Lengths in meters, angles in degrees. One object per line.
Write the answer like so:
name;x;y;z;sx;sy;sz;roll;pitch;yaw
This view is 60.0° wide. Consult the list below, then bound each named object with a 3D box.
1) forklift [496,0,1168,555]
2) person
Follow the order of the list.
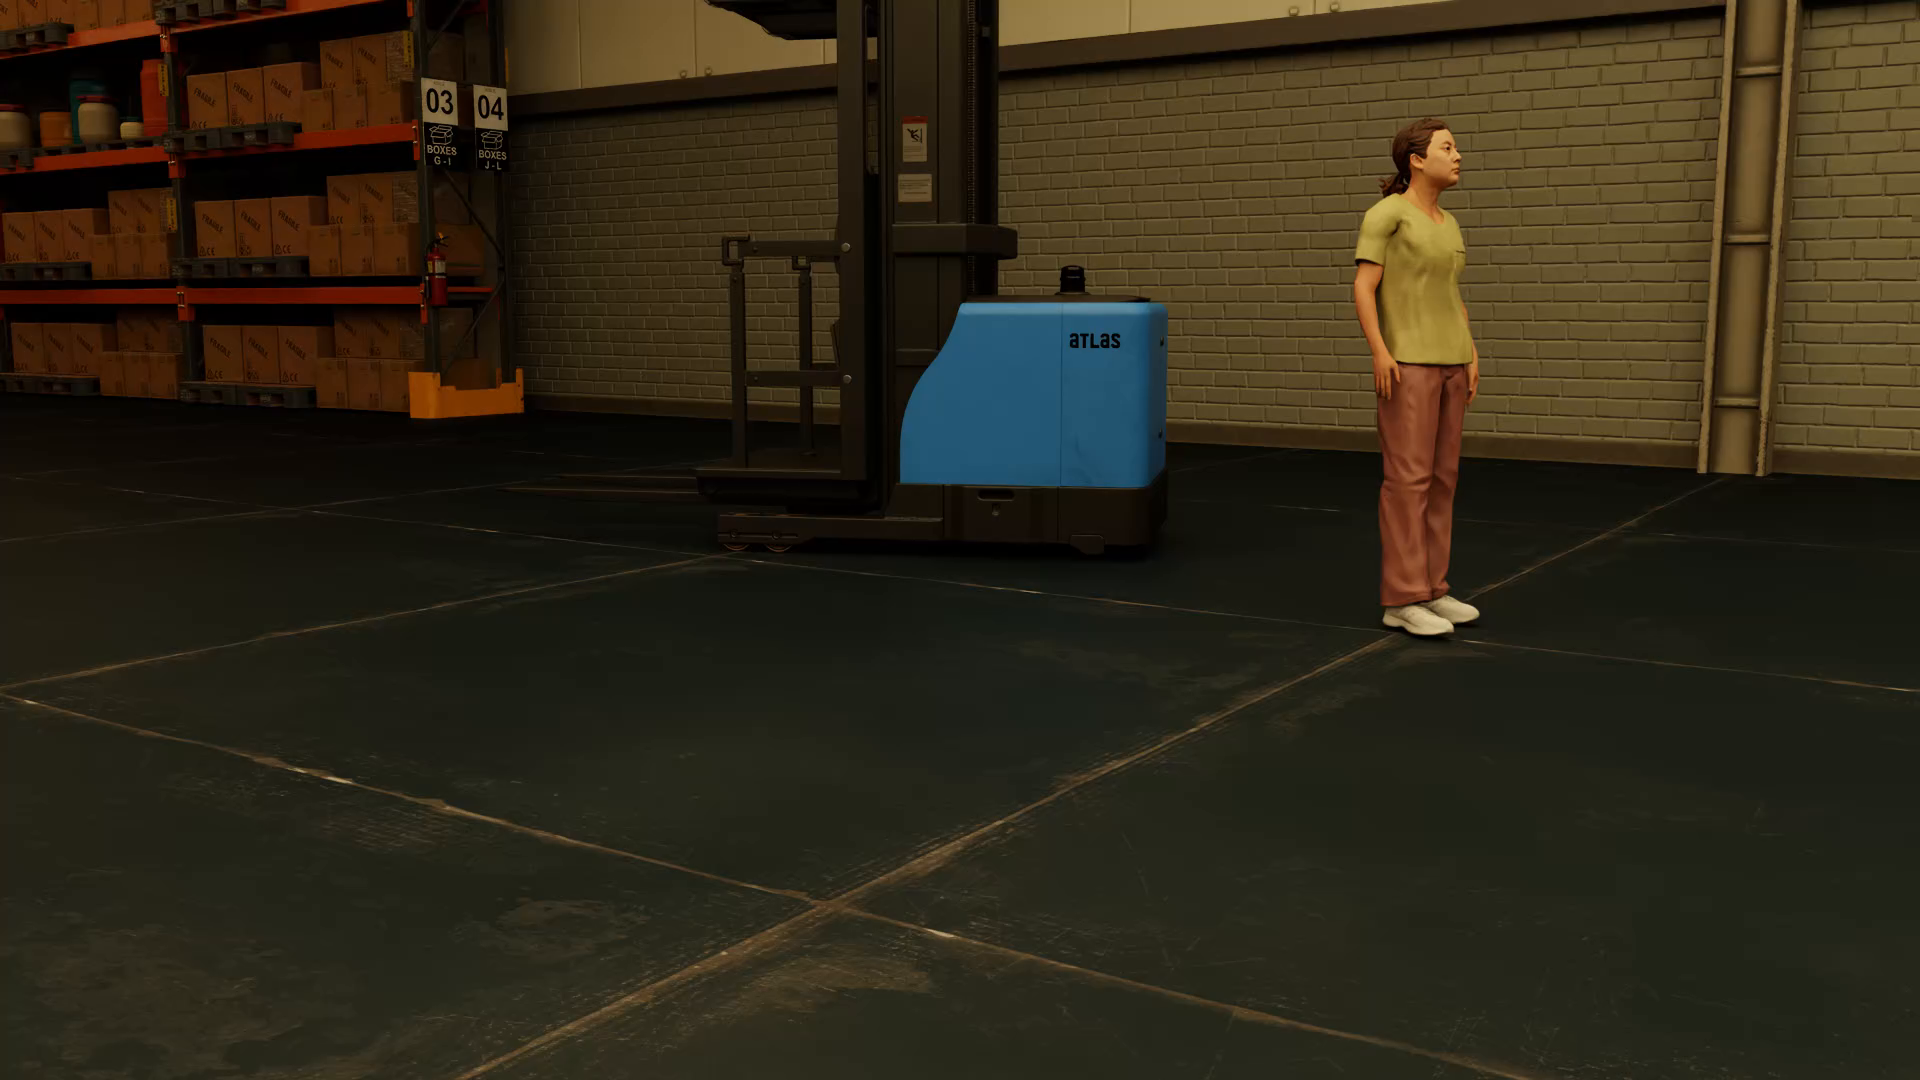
forklift;-0.596;-1.469;7.520;3.031;2.935;1.130;2;8;12
person;1.590;-0.558;5.529;0.553;1.674;0.549;-6;10;-36
